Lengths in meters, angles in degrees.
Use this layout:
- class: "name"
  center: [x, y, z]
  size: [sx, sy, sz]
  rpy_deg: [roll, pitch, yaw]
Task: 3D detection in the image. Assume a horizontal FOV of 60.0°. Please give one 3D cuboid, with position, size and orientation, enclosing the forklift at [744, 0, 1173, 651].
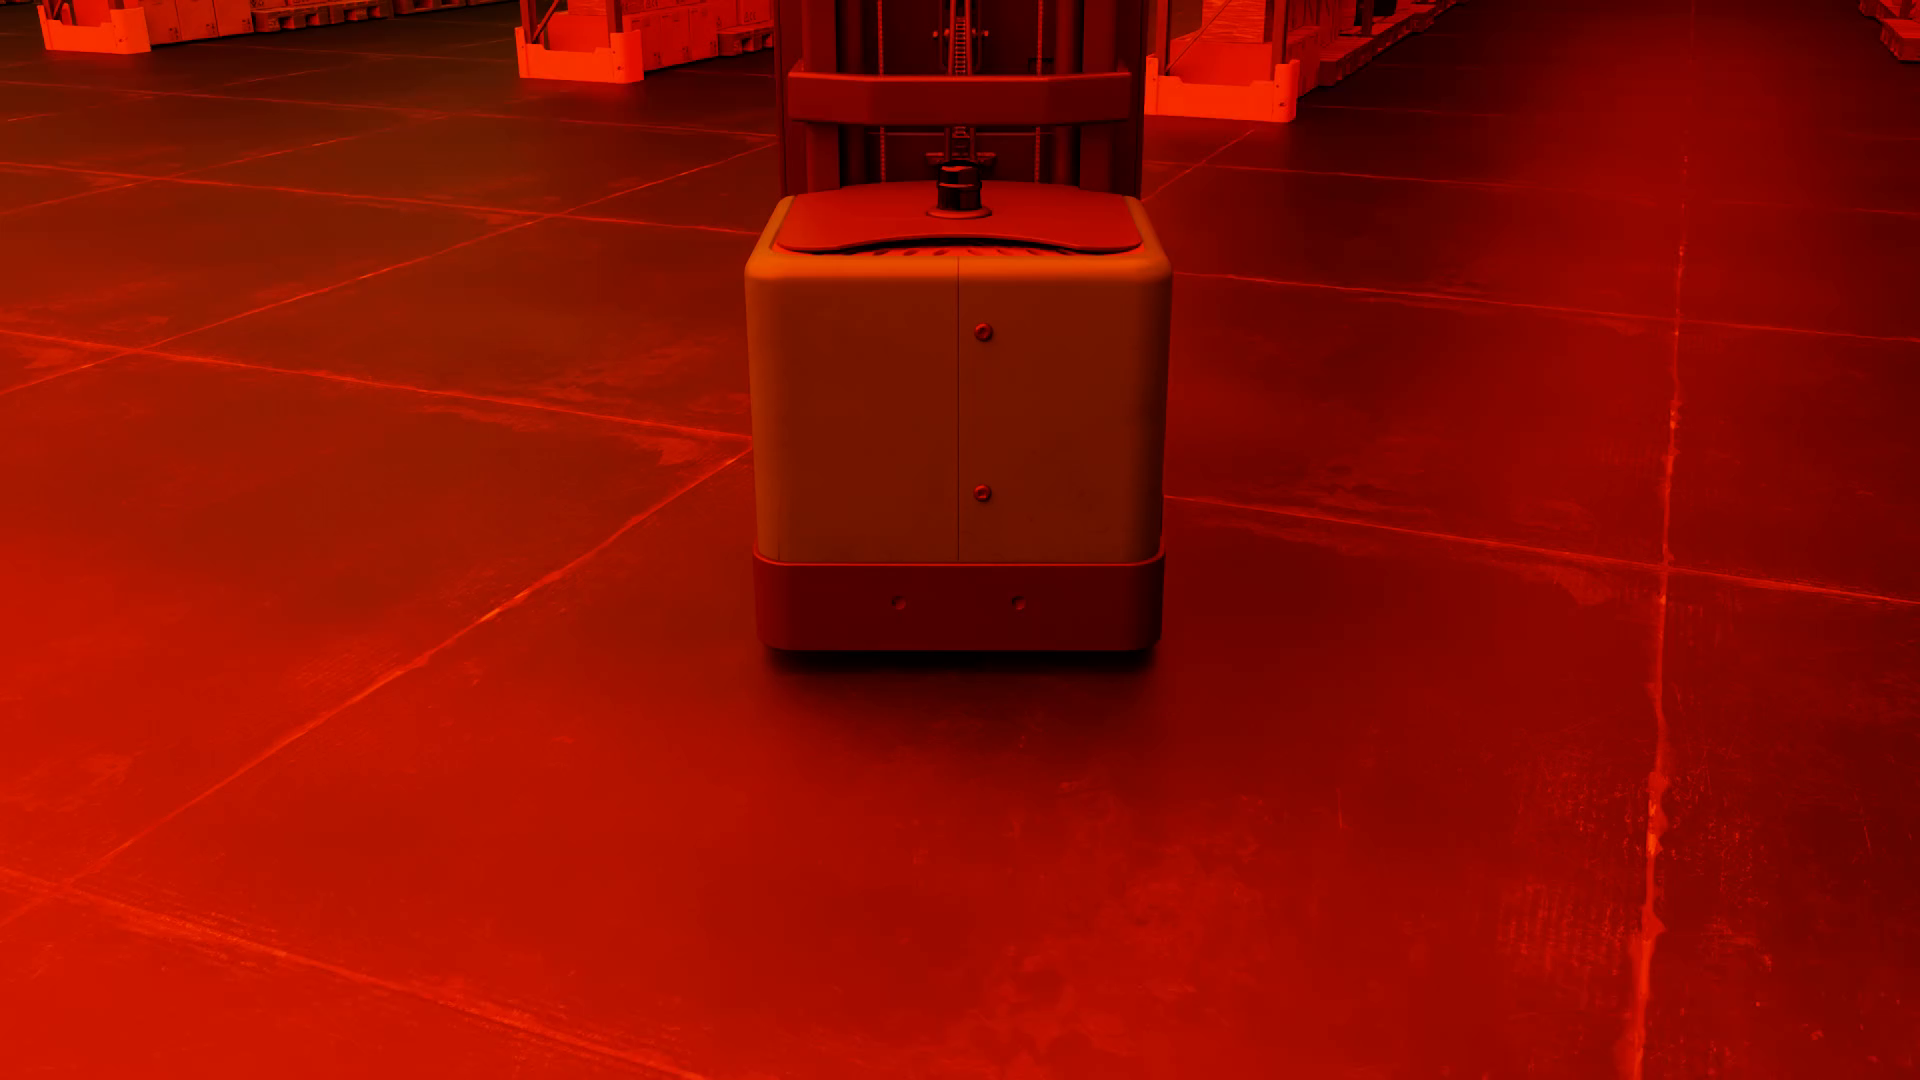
- class: "forklift"
  center: [0.002, -1.587, 5.089]
  size: [1.130, 2.935, 3.031]
  rpy_deg: [0, 23, 0]
